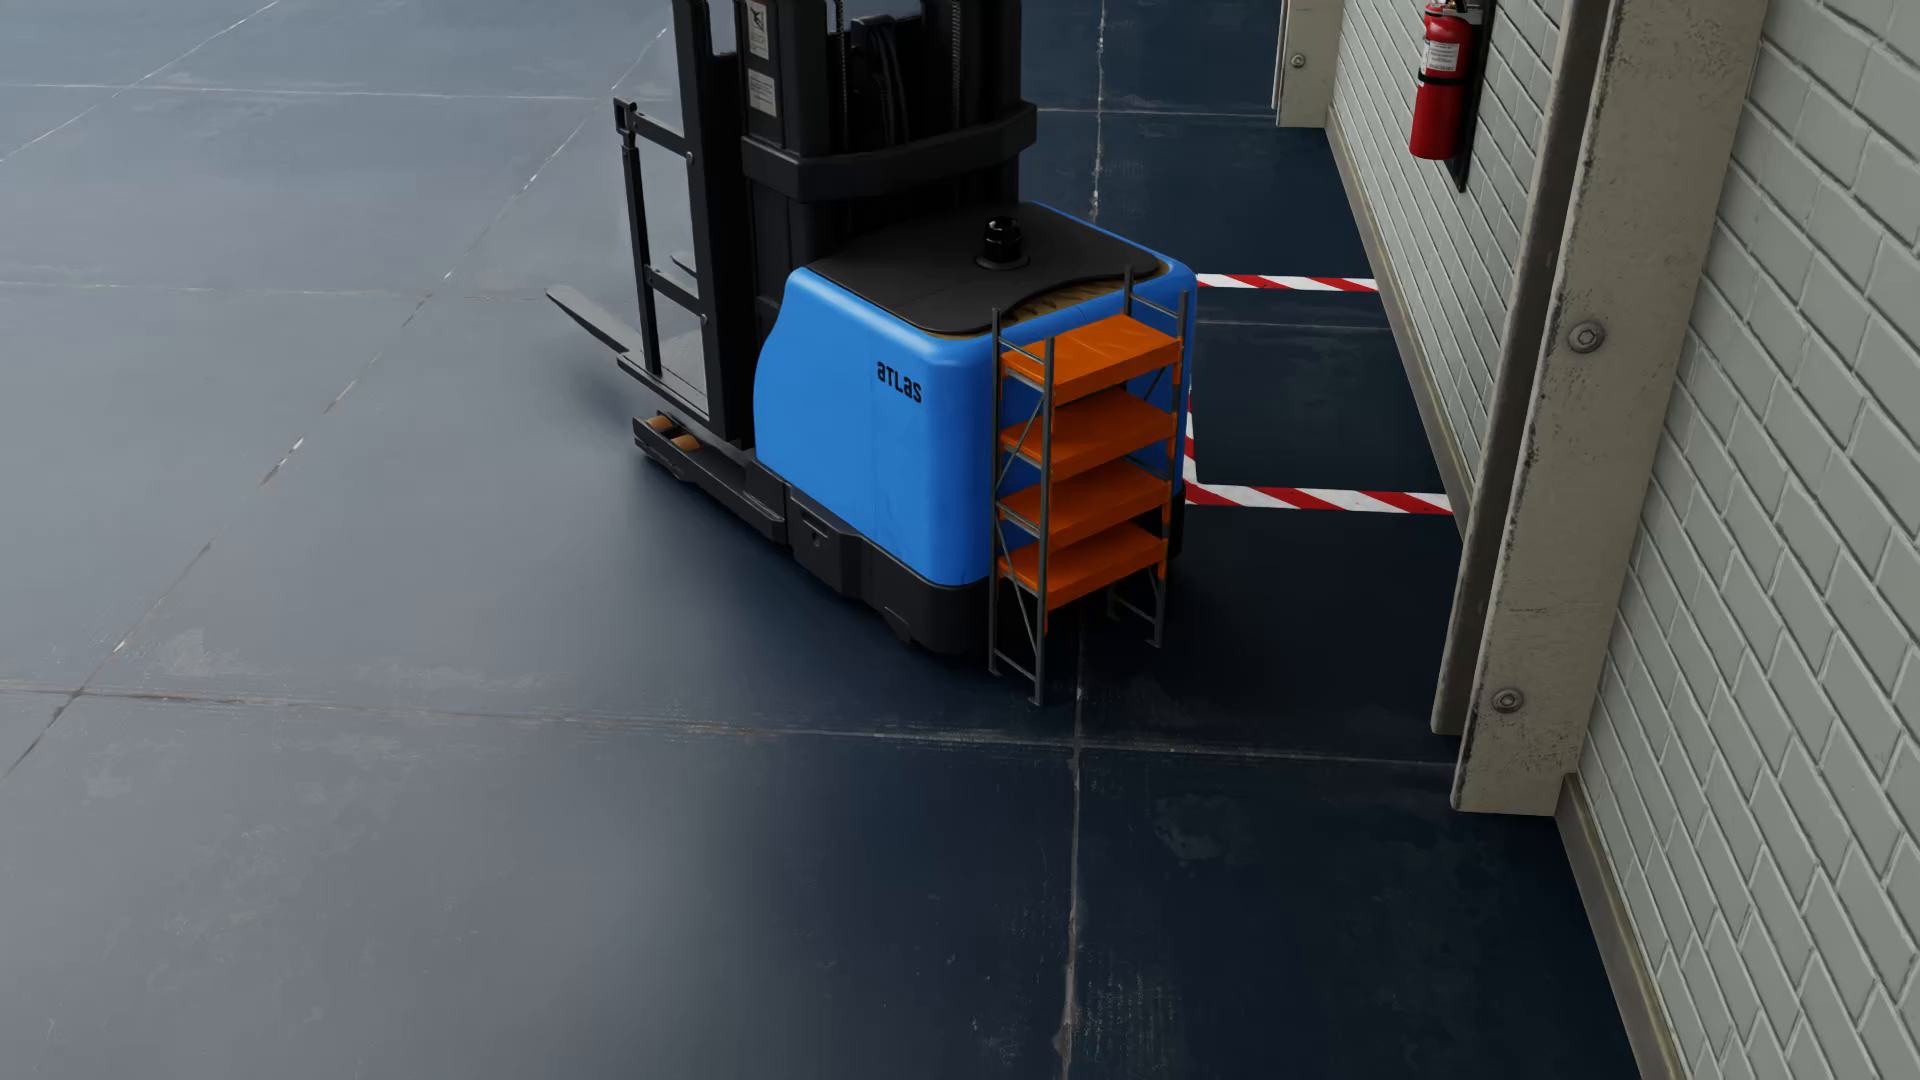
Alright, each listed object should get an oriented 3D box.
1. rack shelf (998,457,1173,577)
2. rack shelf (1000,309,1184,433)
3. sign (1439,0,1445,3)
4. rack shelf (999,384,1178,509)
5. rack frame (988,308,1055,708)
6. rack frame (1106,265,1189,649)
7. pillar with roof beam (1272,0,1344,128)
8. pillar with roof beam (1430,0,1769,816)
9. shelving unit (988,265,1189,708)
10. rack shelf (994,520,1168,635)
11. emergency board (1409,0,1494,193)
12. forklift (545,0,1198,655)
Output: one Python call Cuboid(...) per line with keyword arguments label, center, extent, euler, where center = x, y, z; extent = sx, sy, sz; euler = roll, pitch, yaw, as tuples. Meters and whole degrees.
Cuboid(label="rack shelf", center=(0.359, -0.086, 4.873), extent=(0.480, 0.148, 0.258), euler=(-22, 38, -32))
Cuboid(label="rack shelf", center=(0.359, -0.477, 4.632), extent=(0.480, 0.148, 0.258), euler=(-22, 38, -32))
Cuboid(label="sign", center=(1.905, -2.225, 6.467), extent=(0.001, 0.329, 0.234), euler=(2, 32, 4))
Cuboid(label="rack shelf", center=(0.359, -0.276, 4.756), extent=(0.480, 0.148, 0.258), euler=(-22, 38, -32))
Cuboid(label="rack frame", center=(0.167, -0.064, 4.710), extent=(0.015, 1.200, 0.240), euler=(-22, 38, -32))
Cuboid(label="rack frame", center=(0.550, -0.222, 4.966), extent=(0.015, 1.200, 0.240), euler=(-22, 38, -32))
Cuboid(label="pillar with roof beam", center=(-2.284, -6.509, 7.735), extent=(9.100, 9.000, 0.400), euler=(2, 32, 4))
Cuboid(label="pillar with roof beam", center=(-2.772, -3.372, 2.644), extent=(9.100, 9.000, 0.400), euler=(2, 32, 4))
Cuboid(label="shelving unit", center=(0.359, -0.143, 4.838), extent=(0.503, 1.200, 0.258), euler=(-22, 38, -32))
Cuboid(label="rack shelf", center=(0.359, 0.083, 4.978), extent=(0.480, 0.148, 0.258), euler=(-22, 38, -32))
Cuboid(label="emergency board", center=(1.758, -1.925, 6.014), extent=(0.194, 1.169, 0.643), euler=(2, 32, 4))
Cuboid(label="forklift", center=(-0.564, -1.609, 5.567), extent=(1.130, 2.935, 3.031), euler=(-22, 38, -32))
